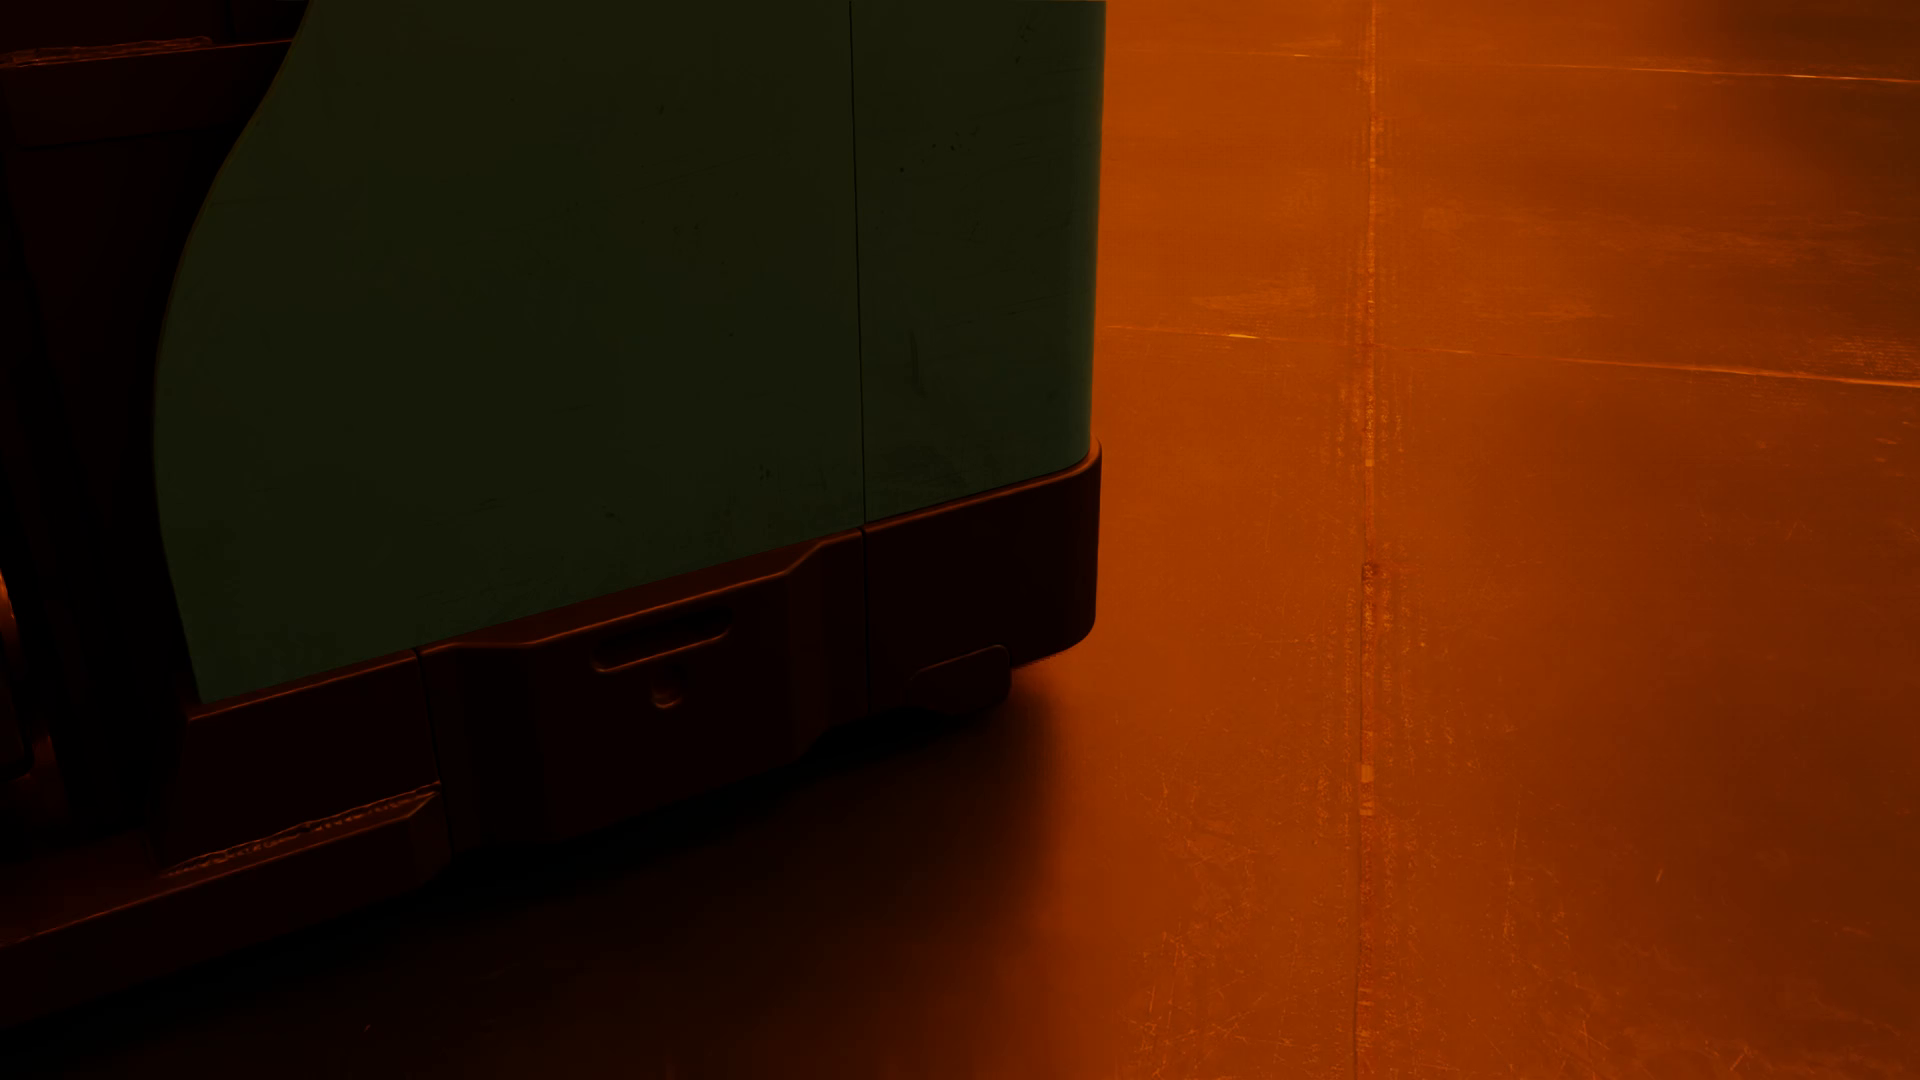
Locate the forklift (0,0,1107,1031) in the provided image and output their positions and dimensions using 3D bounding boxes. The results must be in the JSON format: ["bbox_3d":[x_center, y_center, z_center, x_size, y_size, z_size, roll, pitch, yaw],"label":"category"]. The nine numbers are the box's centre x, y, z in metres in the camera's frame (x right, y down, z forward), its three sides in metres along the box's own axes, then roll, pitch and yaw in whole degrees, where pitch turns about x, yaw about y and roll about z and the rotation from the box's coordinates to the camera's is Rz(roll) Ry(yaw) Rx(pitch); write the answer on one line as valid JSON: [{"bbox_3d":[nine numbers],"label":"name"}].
[{"bbox_3d":[-1.346,-0.965,1.158,3.031,2.935,1.130,-16,31,-29],"label":"forklift"}]
